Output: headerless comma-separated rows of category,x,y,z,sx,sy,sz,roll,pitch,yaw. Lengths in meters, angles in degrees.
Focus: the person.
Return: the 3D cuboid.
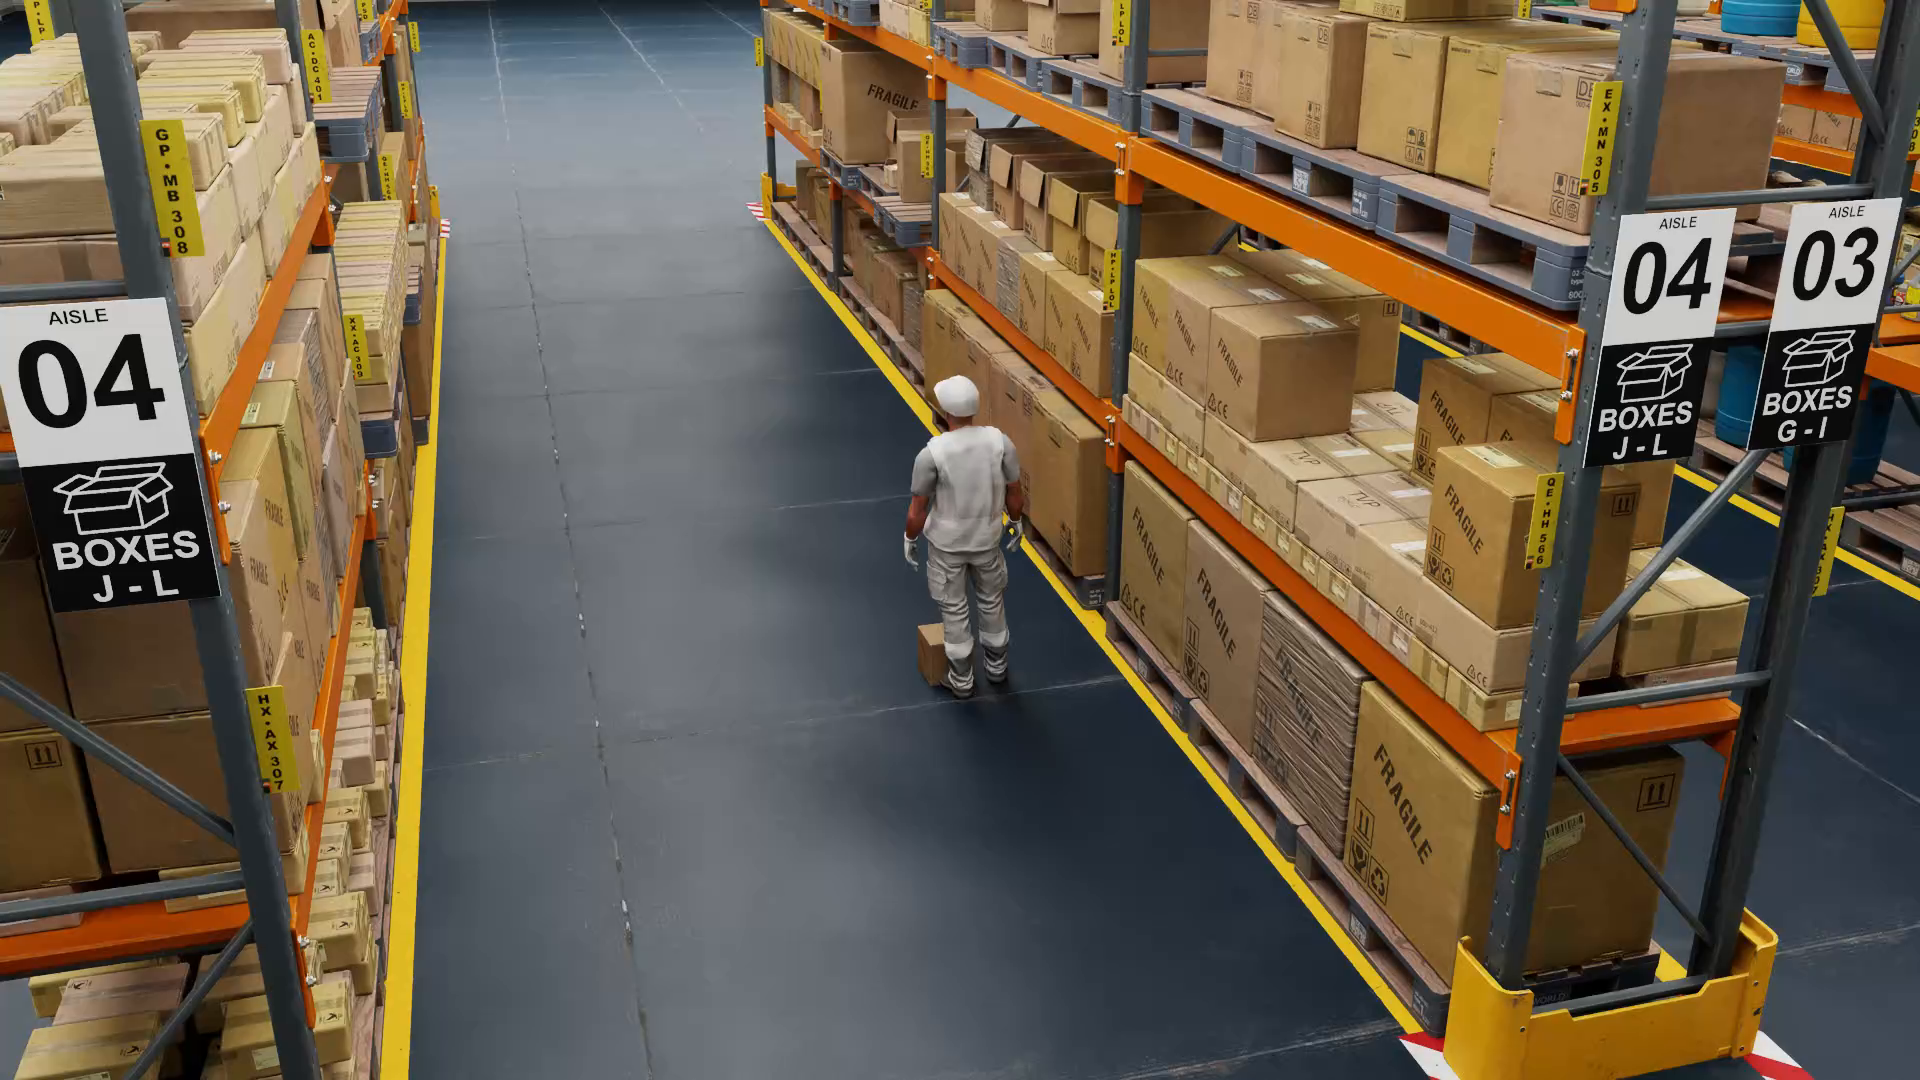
person,0.009,-0.032,8.614,0.638,1.789,0.563,-6,23,-14
